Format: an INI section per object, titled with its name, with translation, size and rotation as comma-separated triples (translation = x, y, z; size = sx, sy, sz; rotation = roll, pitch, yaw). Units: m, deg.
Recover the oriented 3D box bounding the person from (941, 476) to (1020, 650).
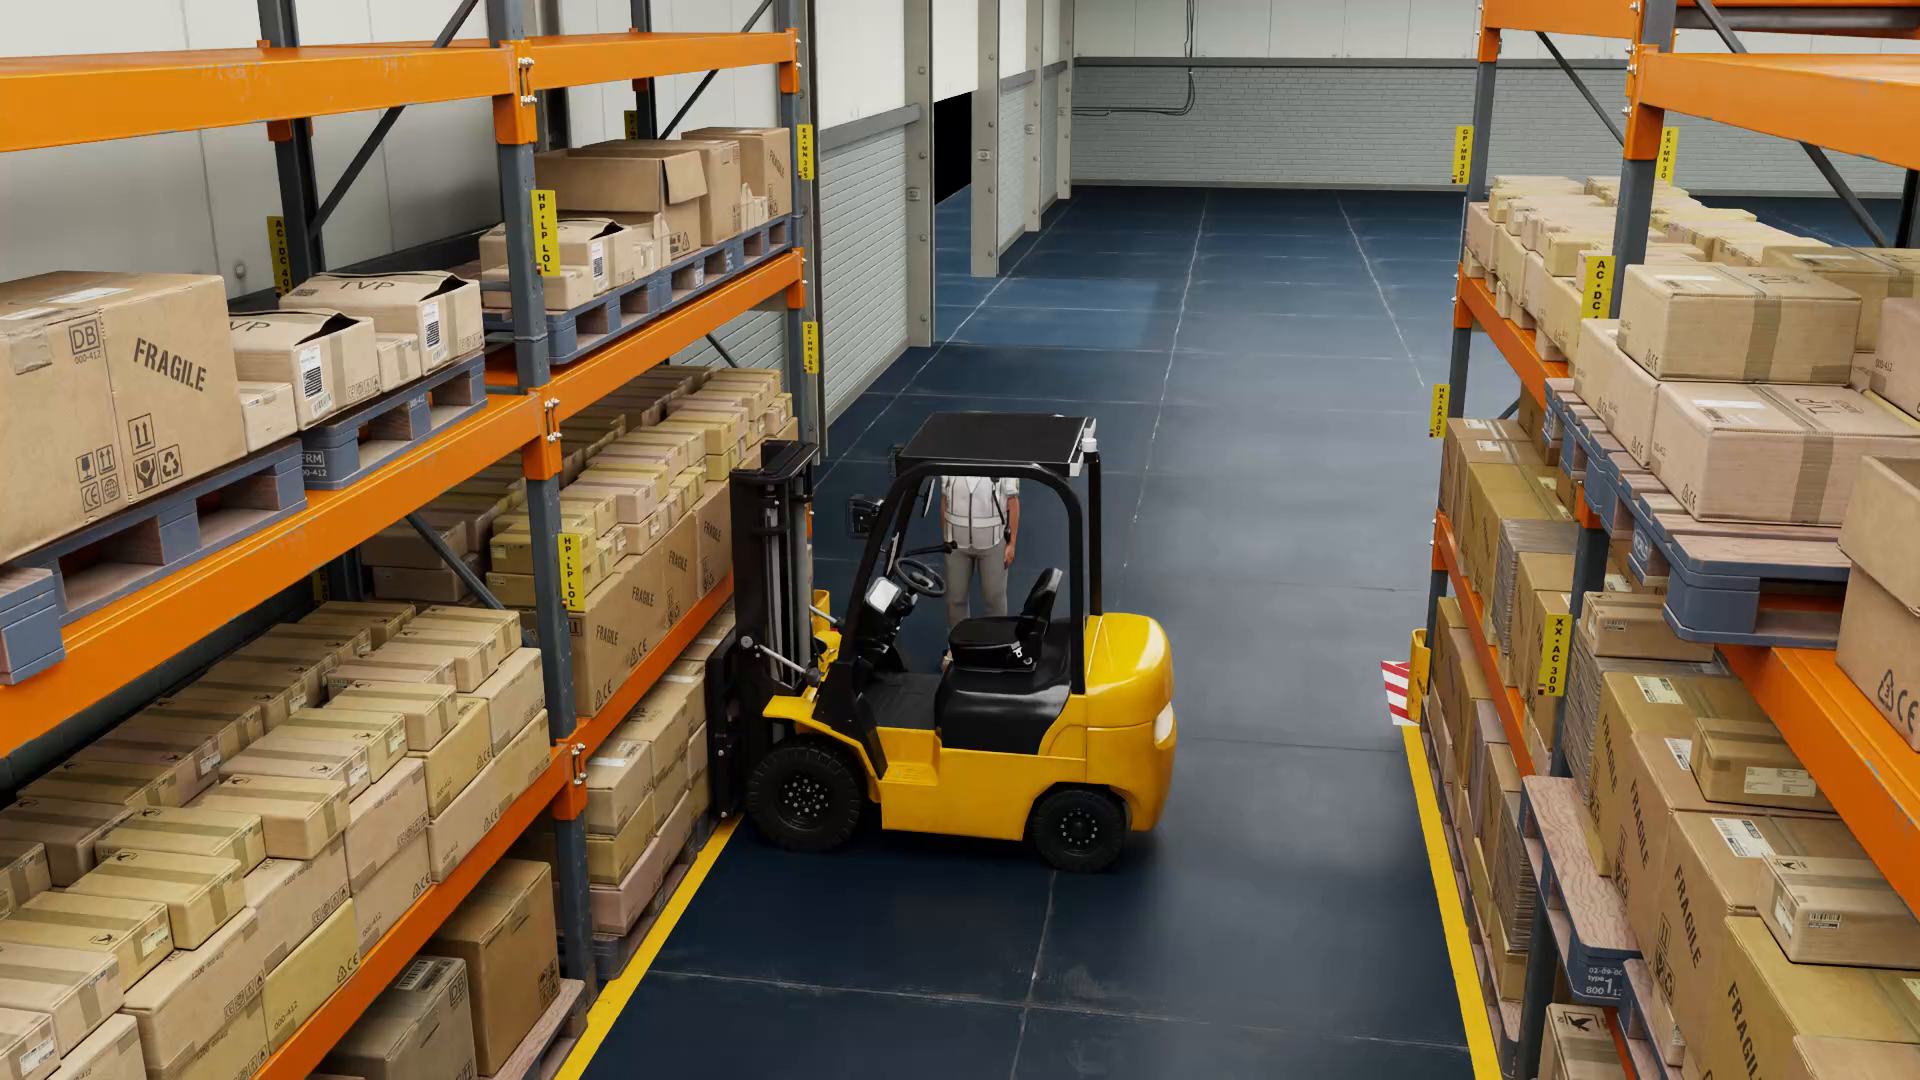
[person]
translation = 0.124, 0.021, 10.993
size = 0.527, 1.749, 0.377
rotation = 3, 18, 10
